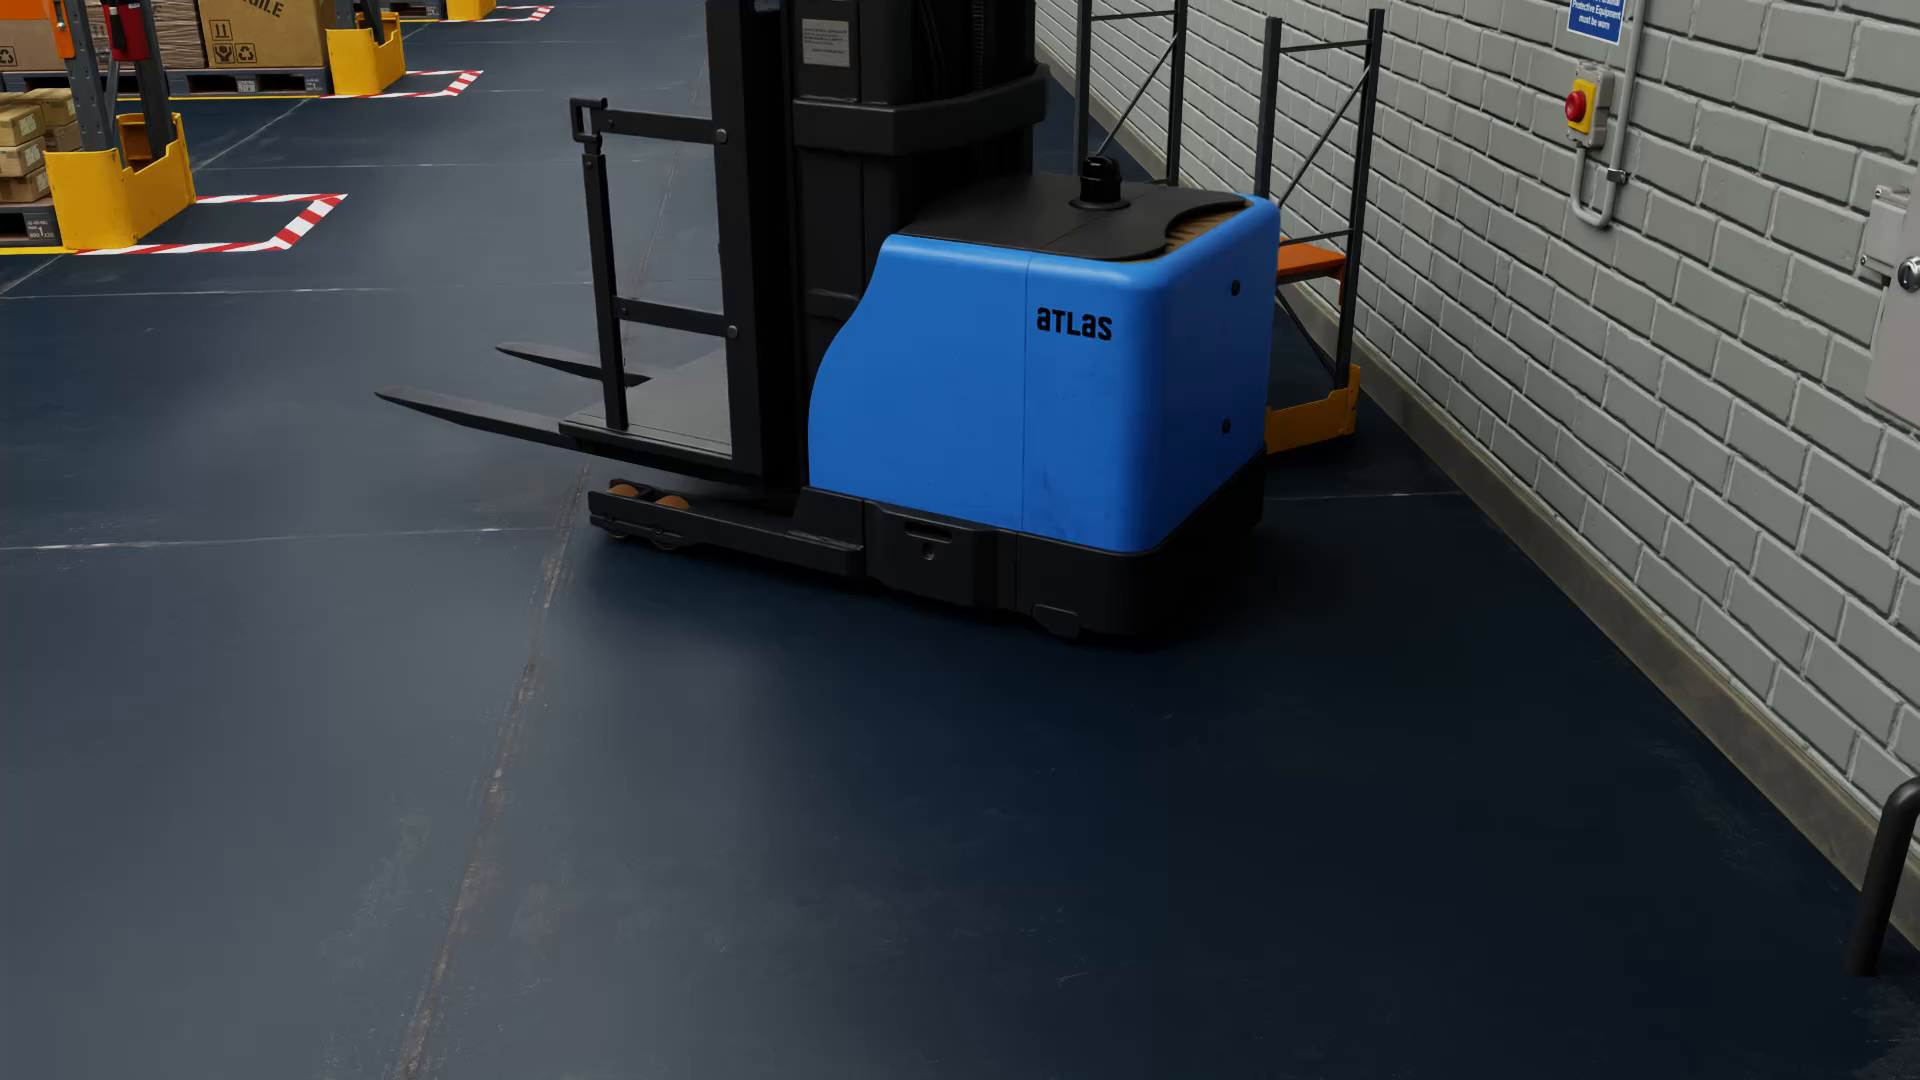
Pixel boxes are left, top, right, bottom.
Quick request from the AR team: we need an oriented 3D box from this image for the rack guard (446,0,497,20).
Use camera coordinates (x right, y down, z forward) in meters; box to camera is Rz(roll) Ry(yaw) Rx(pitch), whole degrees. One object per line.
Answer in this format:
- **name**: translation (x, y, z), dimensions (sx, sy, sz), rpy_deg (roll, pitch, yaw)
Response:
- **rack guard**: translation (-5.336, -5.995, 18.123), dimensions (0.348, 0.500, 1.175), rpy_deg (-2, 24, -5)

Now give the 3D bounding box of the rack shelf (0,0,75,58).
- **rack shelf**: translation (-6.475, -2.712, 8.544), dimensions (4.000, 0.370, 1.077), rpy_deg (-2, 24, -5)

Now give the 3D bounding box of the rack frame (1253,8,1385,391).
- **rack frame**: translation (1.196, -1.033, 5.728), dimensions (0.500, 1.500, 0.032), rpy_deg (-14, 28, -29)

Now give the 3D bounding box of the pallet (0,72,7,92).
- **pallet**: translation (-8.088, -3.694, 13.302), dimensions (1.213, 0.211, 1.003), rpy_deg (-2, 24, -5)

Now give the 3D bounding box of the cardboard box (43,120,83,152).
- **cardboard box**: translation (-5.032, -2.229, 9.198), dimensions (0.250, 0.149, 0.380), rpy_deg (-1, 24, -3)

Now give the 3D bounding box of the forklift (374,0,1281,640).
- **forklift**: translation (-0.588, -1.482, 4.975), dimensions (3.031, 2.935, 1.130), rpy_deg (13, 27, 26)

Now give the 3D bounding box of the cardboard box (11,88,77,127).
- **cardboard box**: translation (-5.040, -2.398, 9.213), dimensions (0.250, 0.149, 0.380), rpy_deg (-3, 24, -8)

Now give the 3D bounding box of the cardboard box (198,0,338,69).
- **cardboard box**: translation (-5.501, -4.293, 13.314), dimensions (0.875, 0.875, 0.875), rpy_deg (-2, 24, -5)

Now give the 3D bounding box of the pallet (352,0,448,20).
- **pallet**: translation (-6.183, -5.840, 18.129), dimensions (1.213, 0.211, 1.003), rpy_deg (-2, 24, -5)

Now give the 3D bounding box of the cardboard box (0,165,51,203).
- **cardboard box**: translation (-4.988, -1.905, 8.835), dimensions (0.250, 0.149, 0.380), rpy_deg (-2, 24, -4)

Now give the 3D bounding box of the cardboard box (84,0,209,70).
- **cardboard box**: translation (-6.407, -4.256, 13.232), dimensions (0.875, 0.875, 0.875), rpy_deg (-2, 24, -5)

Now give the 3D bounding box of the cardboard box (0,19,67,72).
- **cardboard box**: translation (-7.292, -4.221, 13.152), dimensions (0.875, 0.875, 0.875), rpy_deg (-2, 24, -5)

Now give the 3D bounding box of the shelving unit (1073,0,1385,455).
- **shelving unit**: translation (0.929, -1.204, 6.113), dimensions (0.587, 1.500, 1.083), rpy_deg (-14, 28, -29)

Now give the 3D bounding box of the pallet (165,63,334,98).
- **pallet**: translation (-5.660, -3.792, 13.521), dimensions (1.213, 0.211, 1.003), rpy_deg (-2, 24, -5)

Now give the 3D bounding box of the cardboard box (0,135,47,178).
- **cardboard box**: translation (-4.982, -2.009, 8.704), dimensions (0.250, 0.149, 0.380), rpy_deg (-3, 24, -7)

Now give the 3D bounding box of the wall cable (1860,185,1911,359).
- **wall cable**: translation (1.862, -1.250, 3.118), dimensions (0.122, 1.984, 0.588), rpy_deg (-2, 24, -5)

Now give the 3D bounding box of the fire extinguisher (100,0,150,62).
- **fire extinguisher**: translation (-4.189, -2.738, 8.272), dimensions (0.183, 0.674, 0.296), rpy_deg (-2, 24, -5)

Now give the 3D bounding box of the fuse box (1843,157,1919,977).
- **fuse box**: translation (1.772, 0.085, 2.952), dimensions (0.414, 1.711, 0.539), rpy_deg (-2, 24, -5)

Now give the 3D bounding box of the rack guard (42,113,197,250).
- **rack guard**: translation (-4.561, -1.975, 9.079), dimensions (0.348, 0.500, 1.175), rpy_deg (-2, 24, -5)

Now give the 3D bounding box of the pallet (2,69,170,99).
- **pallet**: translation (-6.871, -3.744, 13.414), dimensions (1.213, 0.211, 1.003), rpy_deg (-2, 24, -5)

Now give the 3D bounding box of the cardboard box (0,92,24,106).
- **cardboard box**: translation (-5.302, -2.339, 9.079), dimensions (0.250, 0.149, 0.380), rpy_deg (-2, 24, -4)

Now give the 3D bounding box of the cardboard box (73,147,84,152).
- **cardboard box**: translation (-5.038, -2.118, 9.316), dimensions (0.250, 0.149, 0.380), rpy_deg (-2, 24, -4)

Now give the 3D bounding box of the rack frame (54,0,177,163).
- **rack frame**: translation (-4.485, -3.121, 8.578), dimensions (0.127, 3.000, 1.000), rpy_deg (-2, 24, -5)

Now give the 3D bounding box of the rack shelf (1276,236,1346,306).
- **rack shelf**: translation (0.924, -1.043, 6.193), dimensions (0.538, 0.185, 1.000), rpy_deg (-14, 28, -29)

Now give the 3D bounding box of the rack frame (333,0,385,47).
- **rack frame**: translation (-4.872, -5.130, 13.098), dimensions (0.127, 3.000, 1.000), rpy_deg (-2, 24, -5)

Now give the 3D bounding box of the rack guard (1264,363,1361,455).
- **rack guard**: translation (1.196, -0.463, 5.983), dimensions (0.587, 0.250, 0.087), rpy_deg (-14, 28, -29)

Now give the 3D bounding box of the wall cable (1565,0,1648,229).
- **wall cable**: translation (1.711, -1.837, 4.401), dimensions (0.123, 1.953, 0.585), rpy_deg (-2, 24, -5)

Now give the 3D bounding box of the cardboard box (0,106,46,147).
- **cardboard box**: translation (-4.987, -2.158, 8.673), dimensions (0.250, 0.149, 0.380), rpy_deg (-2, 24, -5)

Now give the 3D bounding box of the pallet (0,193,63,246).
- **pallet**: translation (-5.373, -1.825, 9.097), dimensions (1.213, 0.211, 1.003), rpy_deg (-2, 24, -5)

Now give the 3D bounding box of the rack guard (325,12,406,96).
- **rack guard**: translation (-4.848, -3.988, 13.607), dimensions (0.348, 0.500, 1.175), rpy_deg (-2, 24, -5)

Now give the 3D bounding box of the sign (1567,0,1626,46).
- **sign**: translation (1.767, -1.504, 4.608), dimensions (0.001, 0.218, 0.327), rpy_deg (-2, 24, -5)

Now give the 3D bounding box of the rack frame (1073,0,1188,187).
- **rack frame**: translation (0.652, -1.382, 6.512), dimensions (0.500, 1.500, 0.032), rpy_deg (-14, 28, -29)
